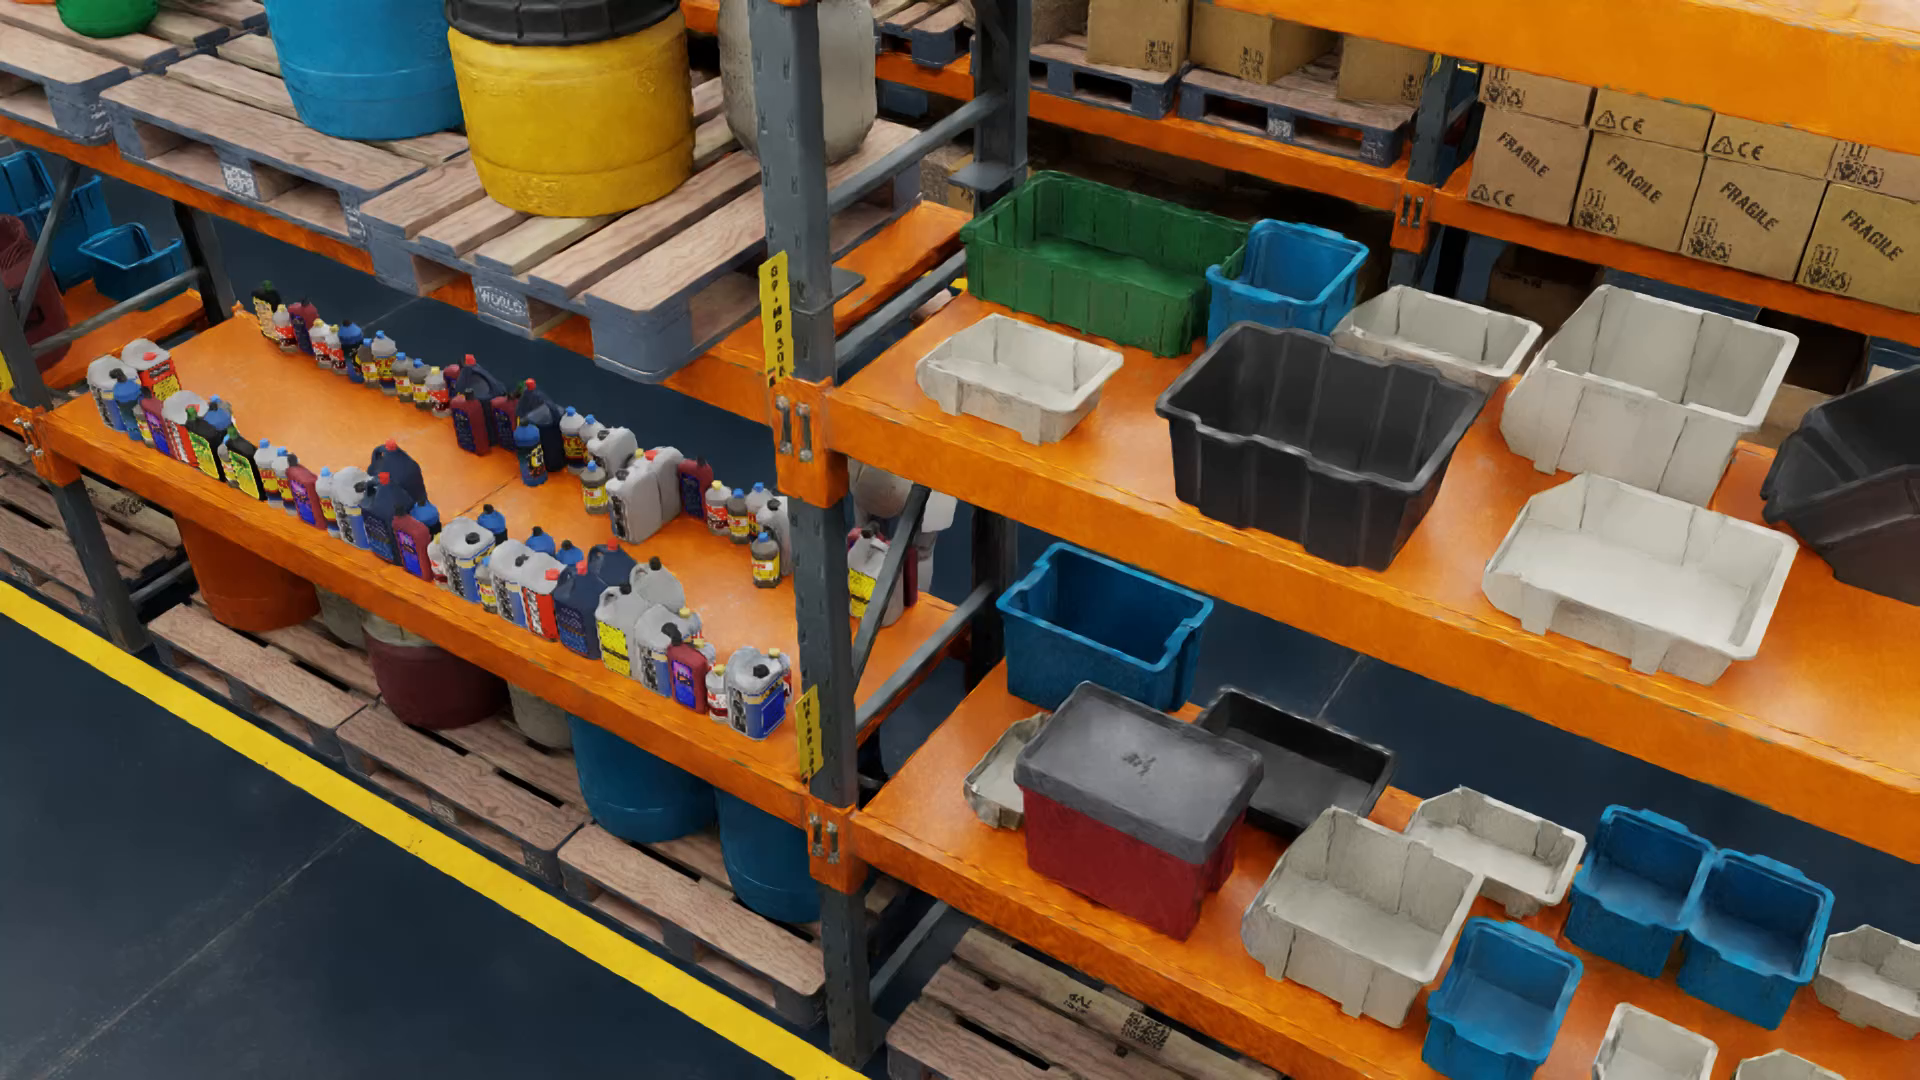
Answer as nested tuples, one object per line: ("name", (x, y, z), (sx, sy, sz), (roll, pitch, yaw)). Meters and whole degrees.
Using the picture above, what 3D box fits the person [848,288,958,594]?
("person", (-0.224, -0.317, 7.109), (0.729, 1.749, 0.549), (-11, 39, -13))
